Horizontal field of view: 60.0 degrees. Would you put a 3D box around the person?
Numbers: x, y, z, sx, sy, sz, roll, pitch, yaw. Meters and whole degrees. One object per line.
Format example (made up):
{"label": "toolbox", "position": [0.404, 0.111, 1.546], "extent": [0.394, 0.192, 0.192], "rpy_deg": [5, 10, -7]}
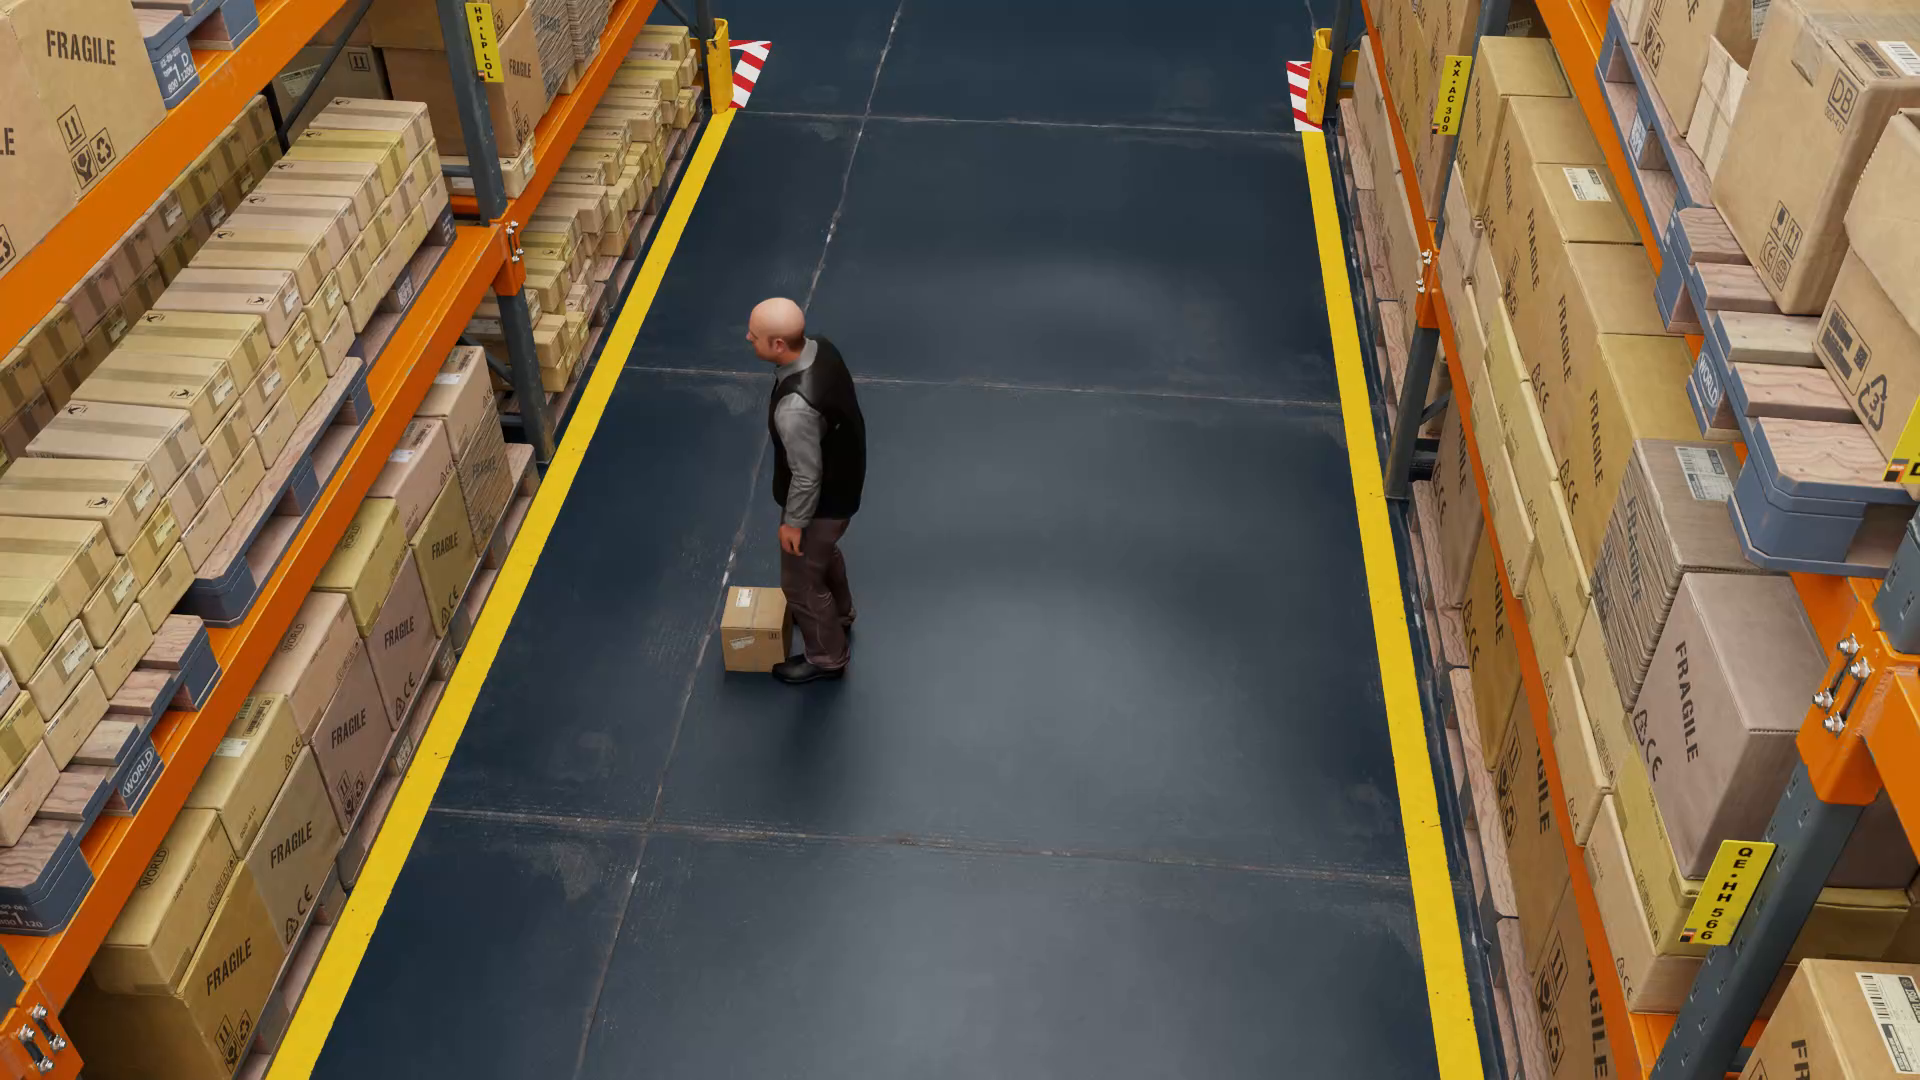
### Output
{"label": "person", "position": [-0.558, -0.186, 6.397], "extent": [0.412, 1.721, 0.582], "rpy_deg": [3, 40, 3]}
